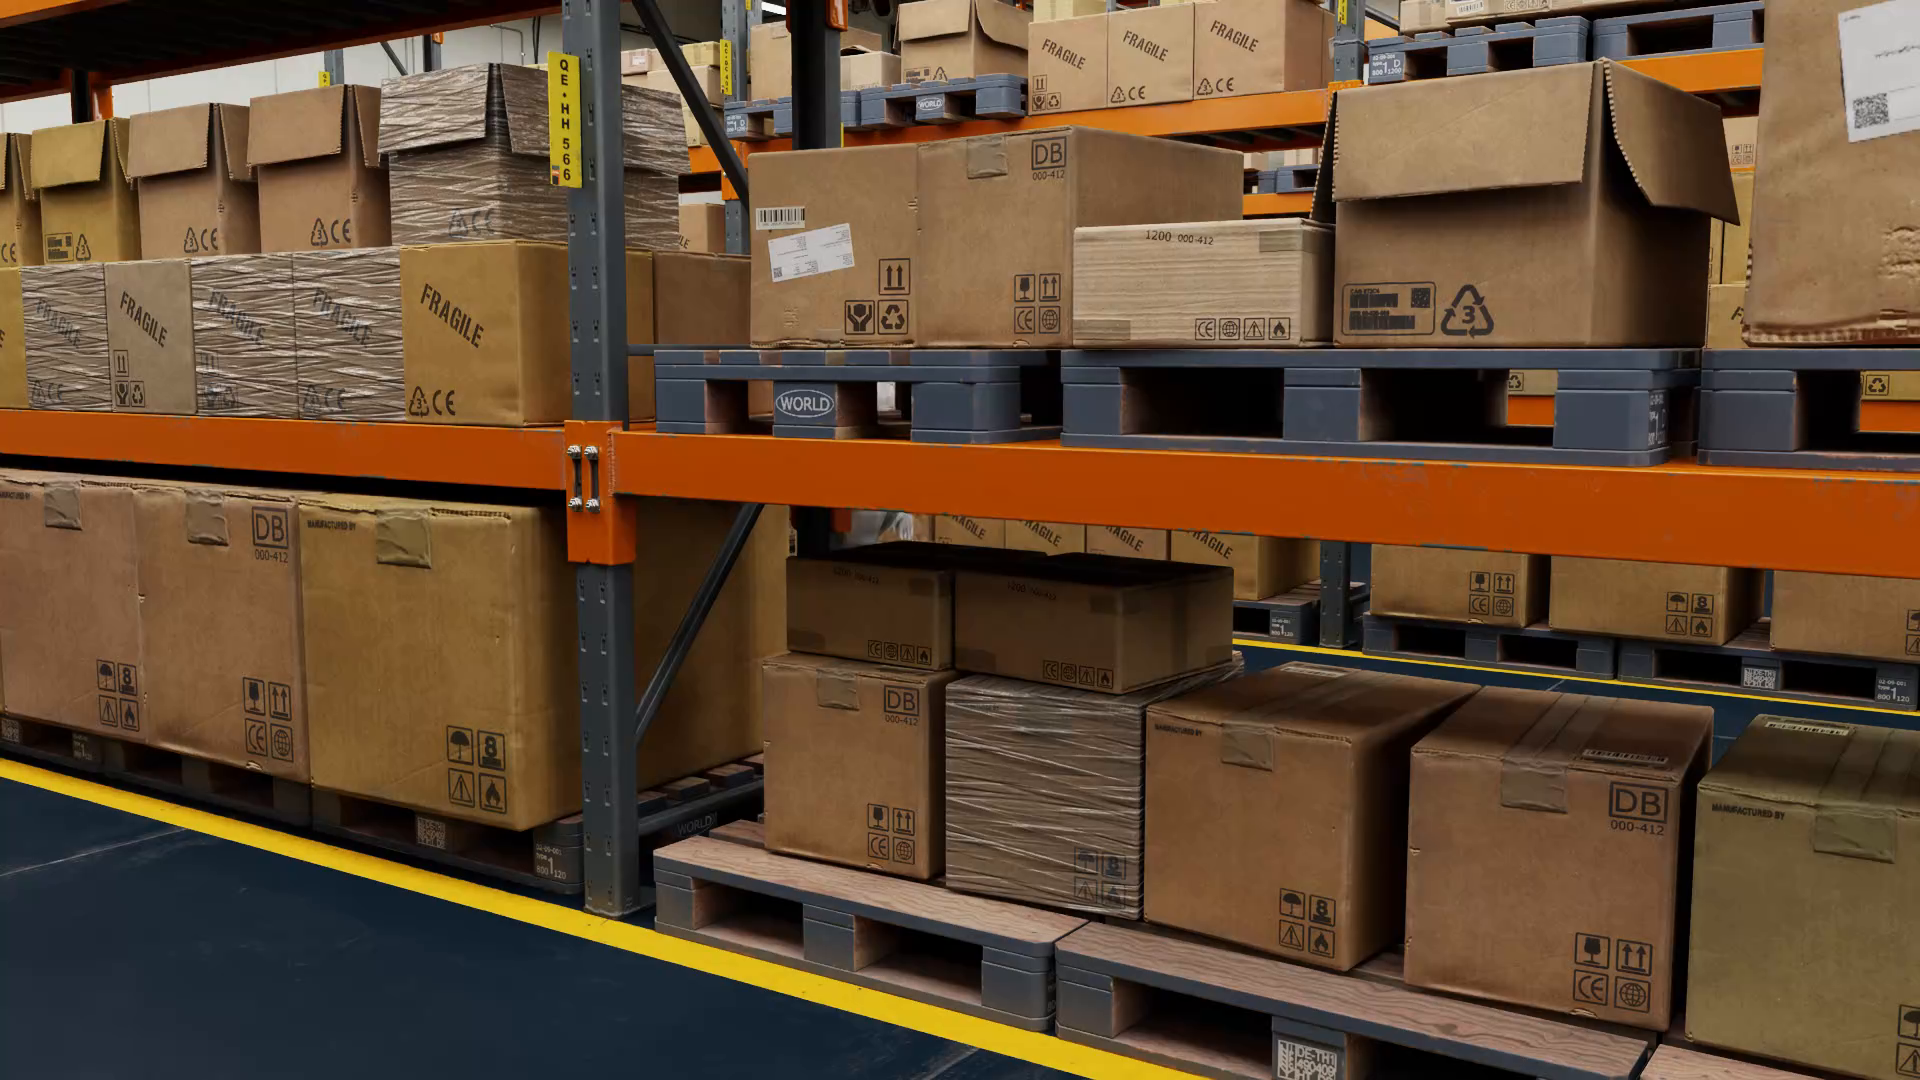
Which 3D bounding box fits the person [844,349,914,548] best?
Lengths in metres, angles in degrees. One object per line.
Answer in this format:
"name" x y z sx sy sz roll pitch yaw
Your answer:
"person" -0.382 -0.170 7.304 0.883 1.648 0.479 3 7 27
